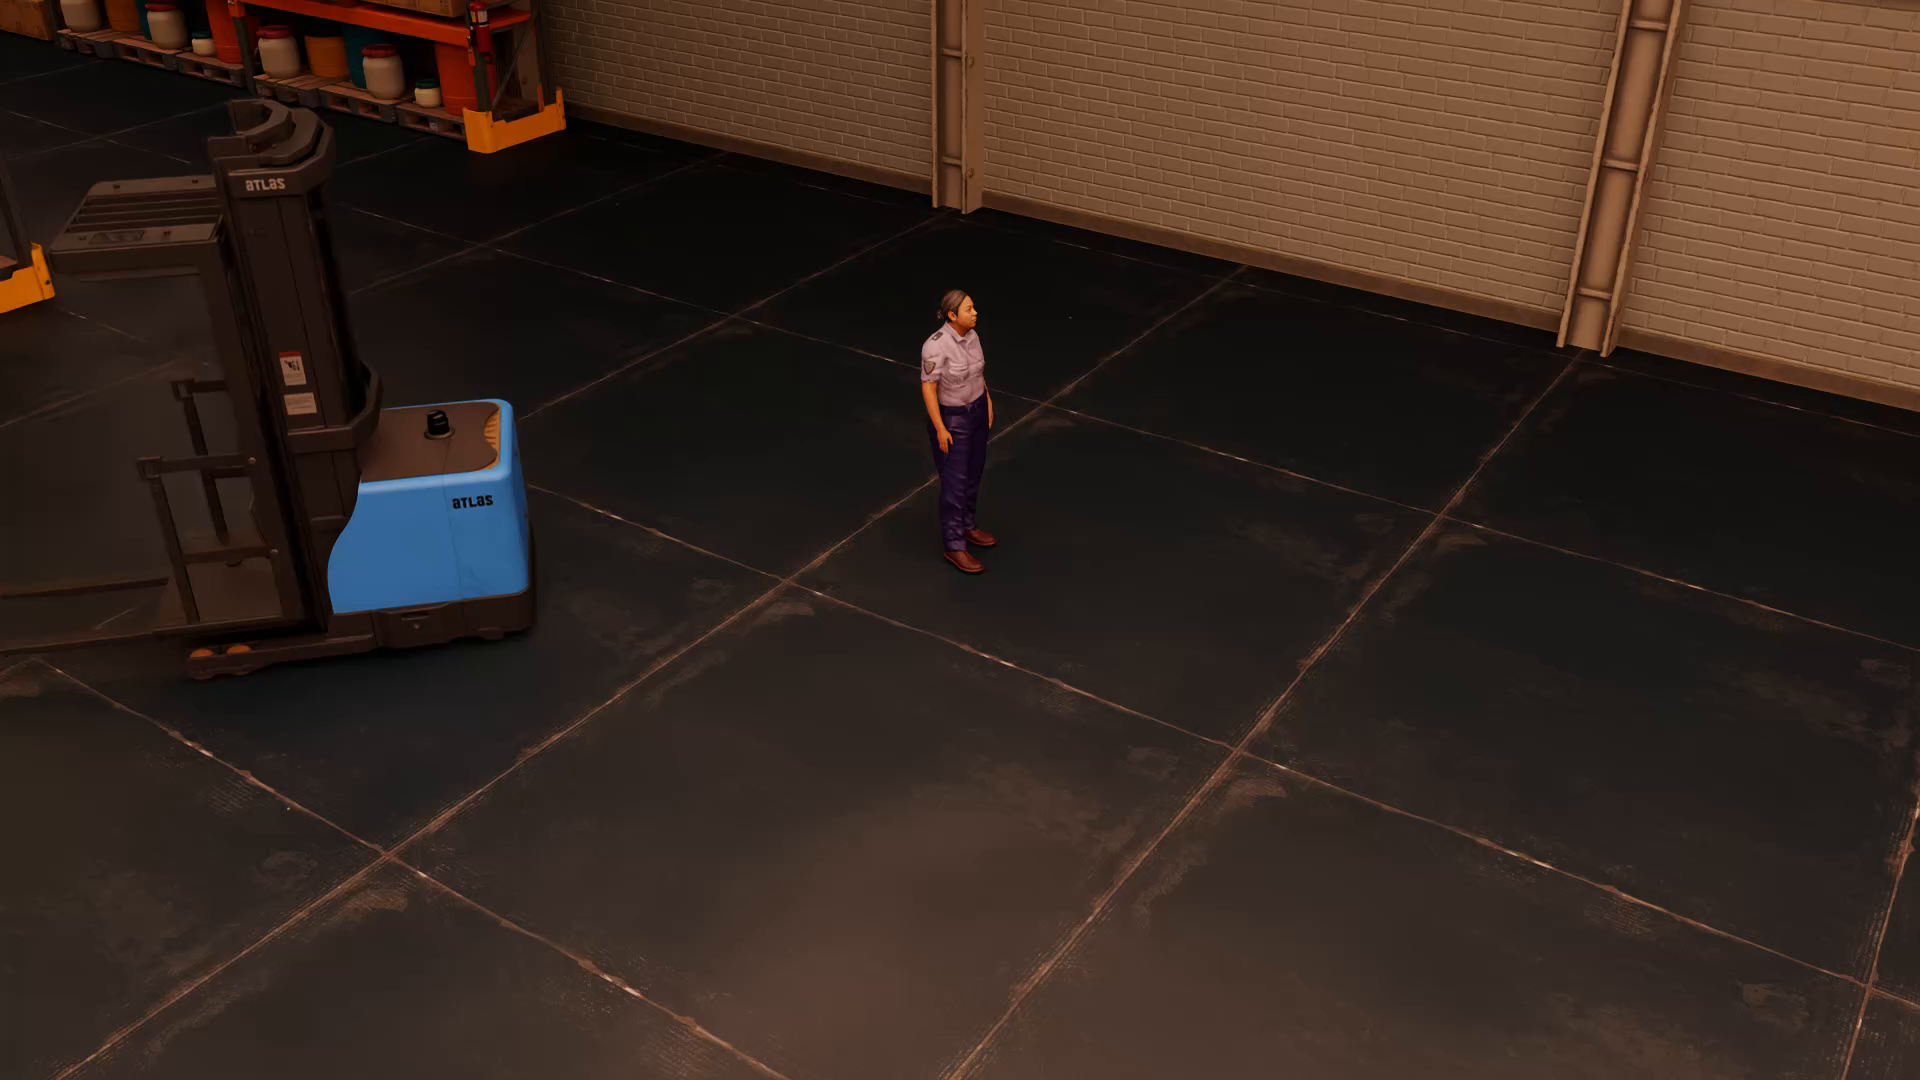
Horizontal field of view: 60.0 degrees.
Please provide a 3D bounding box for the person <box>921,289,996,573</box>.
[{"bbox_3d":[0.062,-0.684,10.023,0.502,1.651,0.598,19,35,29],"label":"person"}]

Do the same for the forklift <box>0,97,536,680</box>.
[{"bbox_3d":[-4.010,-0.788,8.939,3.031,2.935,1.130,-6,31,-11],"label":"forklift"}]
